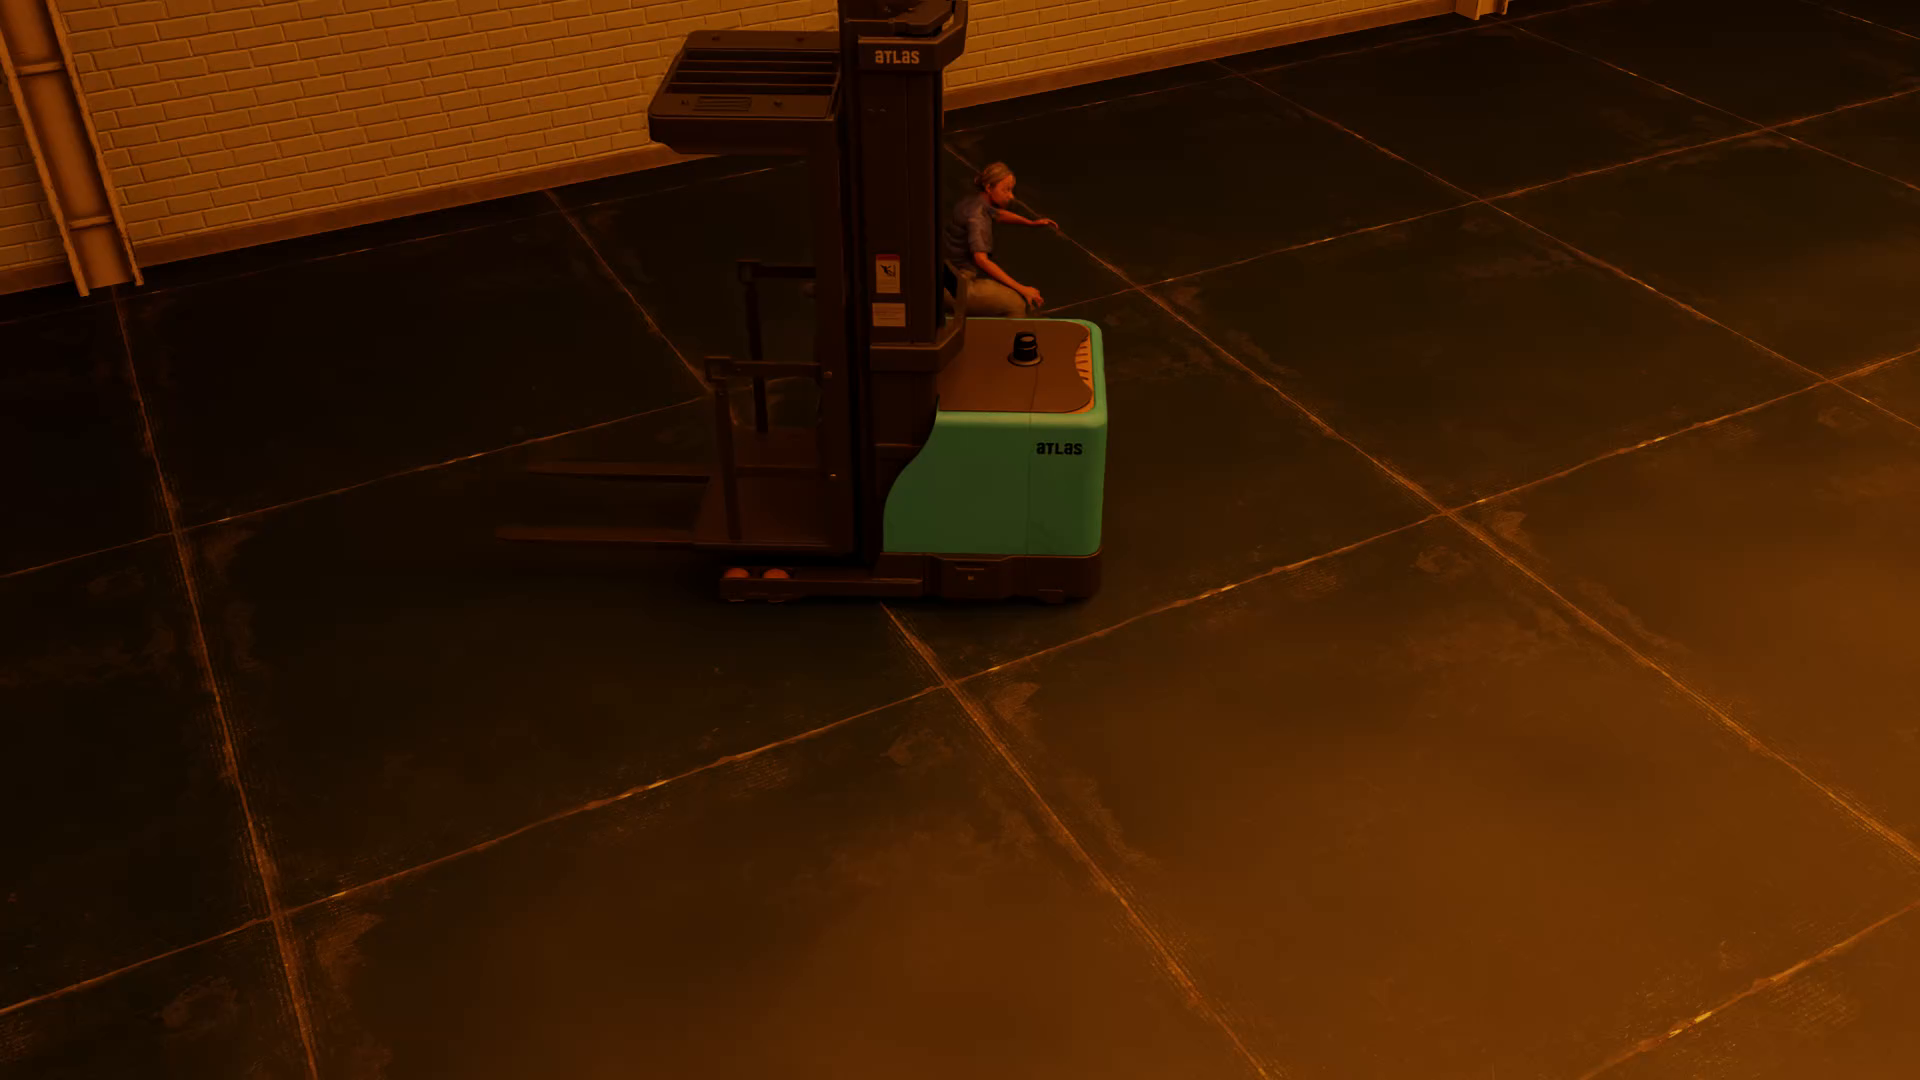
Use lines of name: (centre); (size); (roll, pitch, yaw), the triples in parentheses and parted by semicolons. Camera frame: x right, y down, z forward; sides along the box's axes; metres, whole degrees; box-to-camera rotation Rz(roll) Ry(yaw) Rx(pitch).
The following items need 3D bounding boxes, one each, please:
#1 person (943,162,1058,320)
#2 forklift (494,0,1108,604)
person: (0.237, -1.407, 9.422); (0.858, 1.418, 0.909); (-18, 39, -23)
forklift: (-0.804, -1.190, 7.807); (3.031, 2.935, 1.130); (1, 35, 2)
